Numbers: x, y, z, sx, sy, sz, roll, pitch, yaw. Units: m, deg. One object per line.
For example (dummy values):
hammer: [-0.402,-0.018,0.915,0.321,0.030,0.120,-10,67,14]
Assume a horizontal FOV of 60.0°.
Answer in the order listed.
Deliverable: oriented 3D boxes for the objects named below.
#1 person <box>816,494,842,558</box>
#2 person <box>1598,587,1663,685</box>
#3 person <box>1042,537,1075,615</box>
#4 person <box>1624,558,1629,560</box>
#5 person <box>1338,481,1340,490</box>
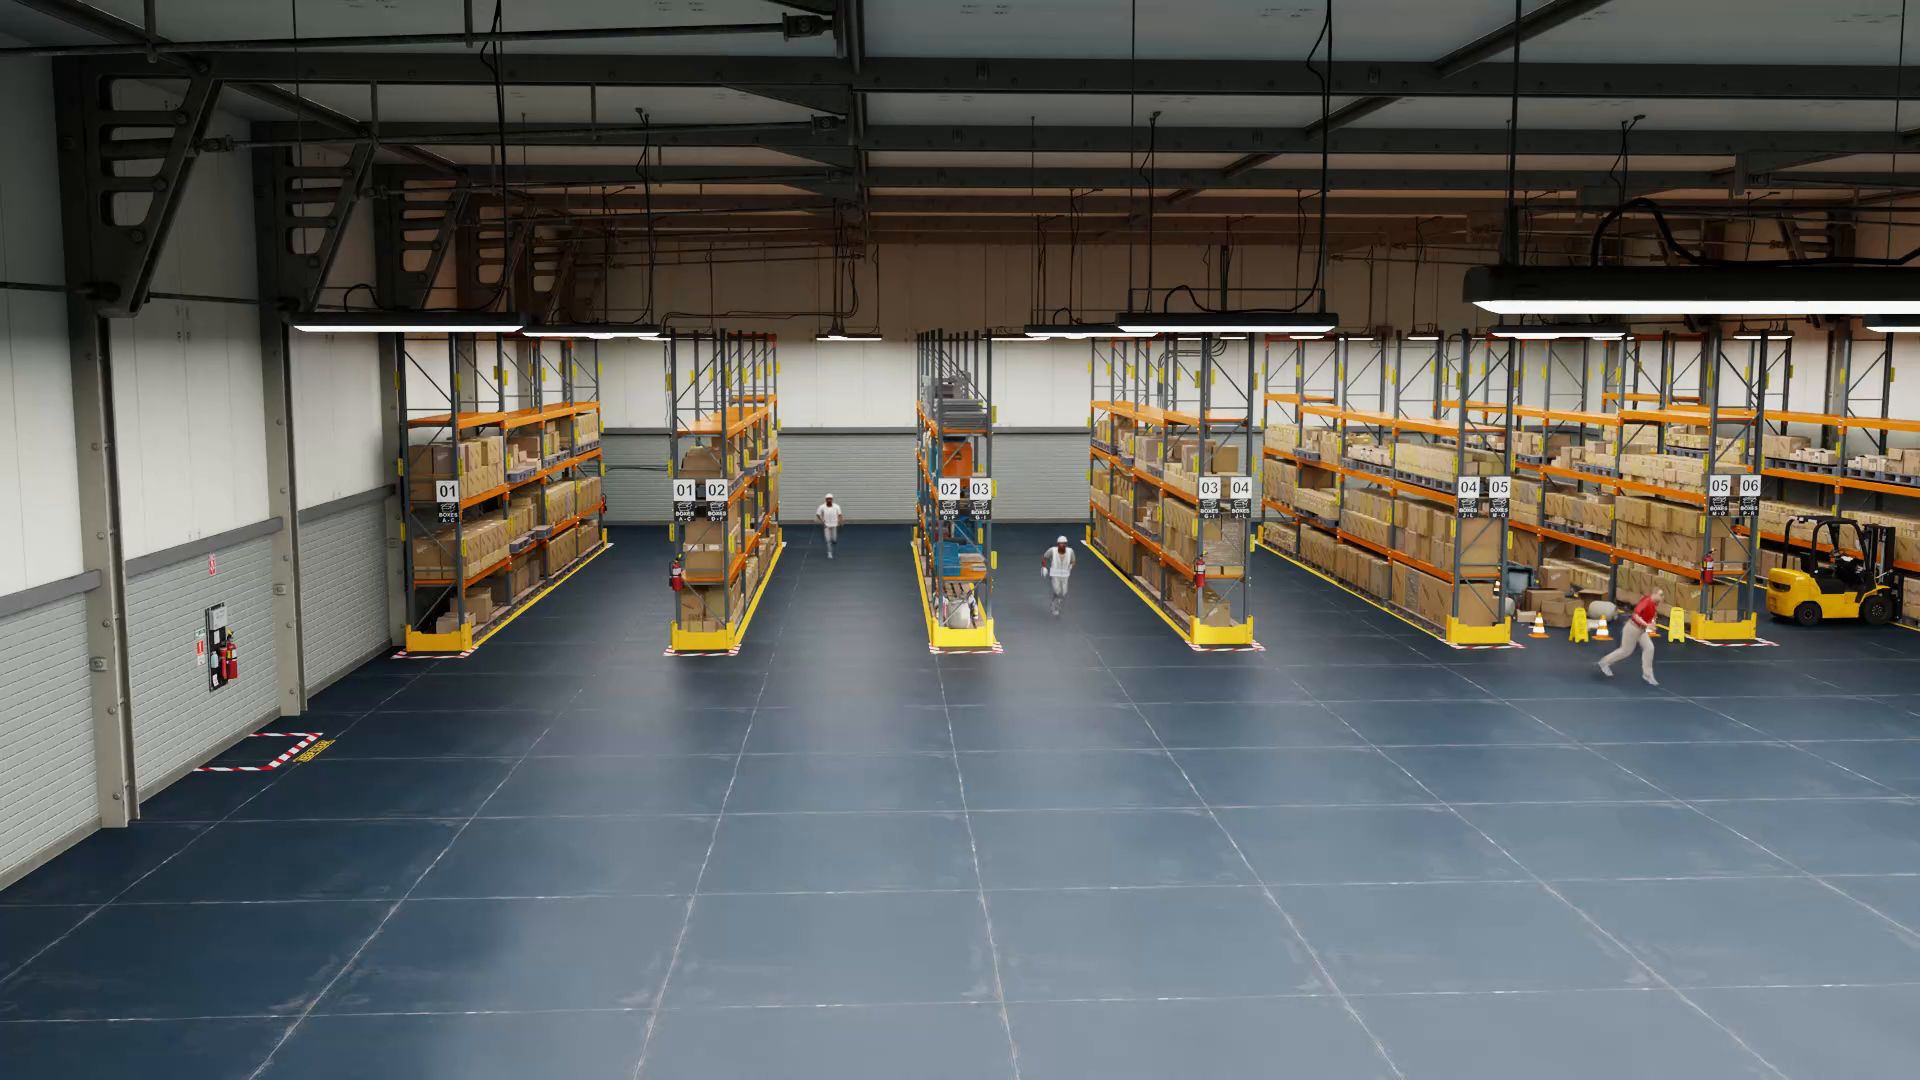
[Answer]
person: [-3.498,-0.382,44.629,0.703,1.723,0.588,-1,7,-11]
person: [11.417,1.605,28.299,1.020,1.694,0.703,5,8,35]
person: [2.097,0.760,34.762,0.639,1.696,0.730,-2,7,-17]
person: [16.279,0.175,39.979,0.633,1.743,0.729,-1,7,-5]
person: [11.247,-0.949,49.596,0.683,1.684,0.547,-3,7,-21]
